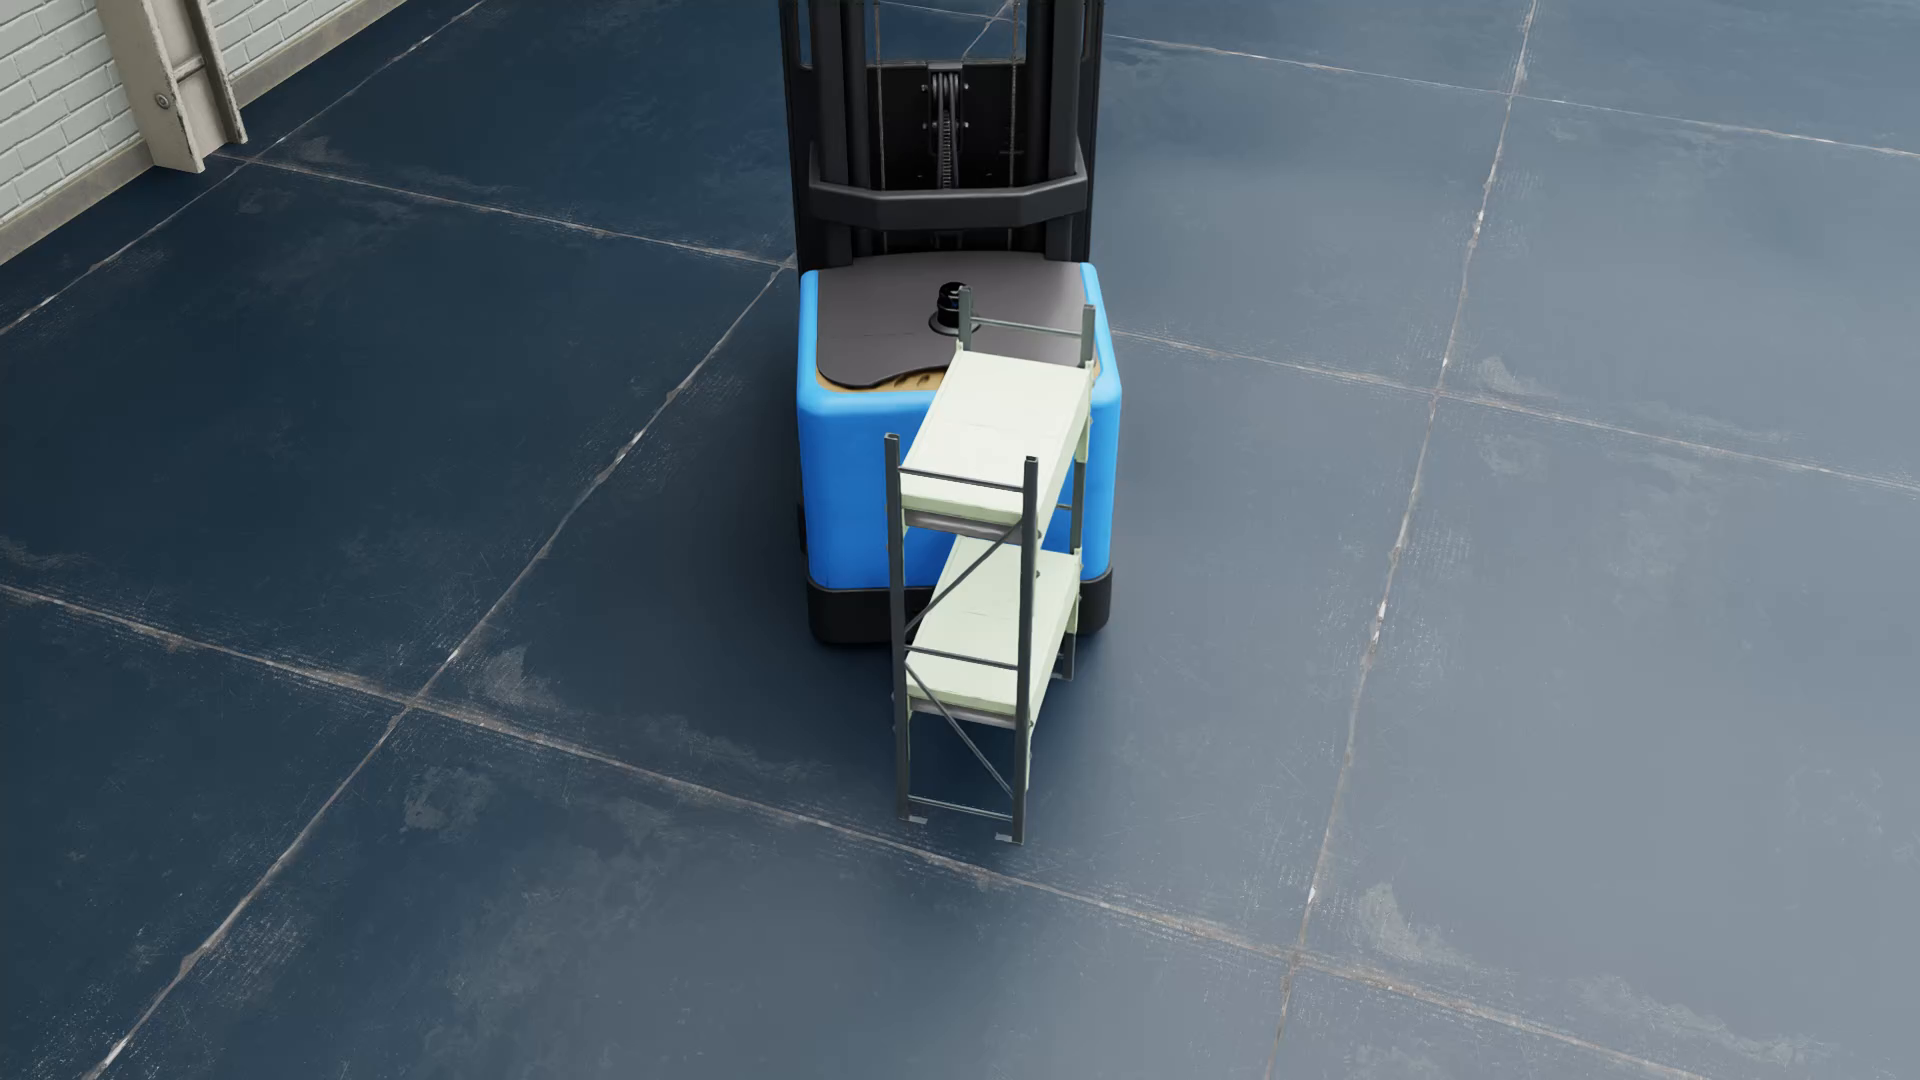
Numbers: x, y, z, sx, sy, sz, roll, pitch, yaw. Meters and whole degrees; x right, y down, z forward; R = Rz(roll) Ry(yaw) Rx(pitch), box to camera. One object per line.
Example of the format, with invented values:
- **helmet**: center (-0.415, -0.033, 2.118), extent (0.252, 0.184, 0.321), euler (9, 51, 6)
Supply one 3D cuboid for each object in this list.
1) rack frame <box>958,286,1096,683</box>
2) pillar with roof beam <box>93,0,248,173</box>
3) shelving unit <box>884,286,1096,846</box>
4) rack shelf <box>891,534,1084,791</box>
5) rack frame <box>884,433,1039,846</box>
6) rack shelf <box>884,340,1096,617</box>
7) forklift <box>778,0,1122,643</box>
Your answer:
- **rack frame**: center (0.191, -0.124, 5.239), extent (0.400, 1.500, 0.023), euler (10, 41, 11)
- **pillar with roof beam**: center (0.109, -4.480, 4.567), extent (9.100, 9.000, 0.400), euler (13, 42, 15)
- **shelving unit**: center (0.097, 0.106, 4.970), extent (0.431, 1.500, 0.755), euler (10, 41, 11)
- **rack shelf**: center (0.097, 0.354, 5.182), extent (0.431, 0.370, 0.720), euler (10, 41, 11)
- **rack frame**: center (0.003, 0.335, 4.701), extent (0.400, 1.500, 0.023), euler (10, 41, 11)
- **rack shelf**: center (0.097, -0.191, 4.717), extent (0.431, 0.370, 0.720), euler (10, 41, 11)
- **forklift**: center (-0.076, -1.701, 5.985), extent (1.130, 2.935, 3.031), euler (-2, 41, -2)
